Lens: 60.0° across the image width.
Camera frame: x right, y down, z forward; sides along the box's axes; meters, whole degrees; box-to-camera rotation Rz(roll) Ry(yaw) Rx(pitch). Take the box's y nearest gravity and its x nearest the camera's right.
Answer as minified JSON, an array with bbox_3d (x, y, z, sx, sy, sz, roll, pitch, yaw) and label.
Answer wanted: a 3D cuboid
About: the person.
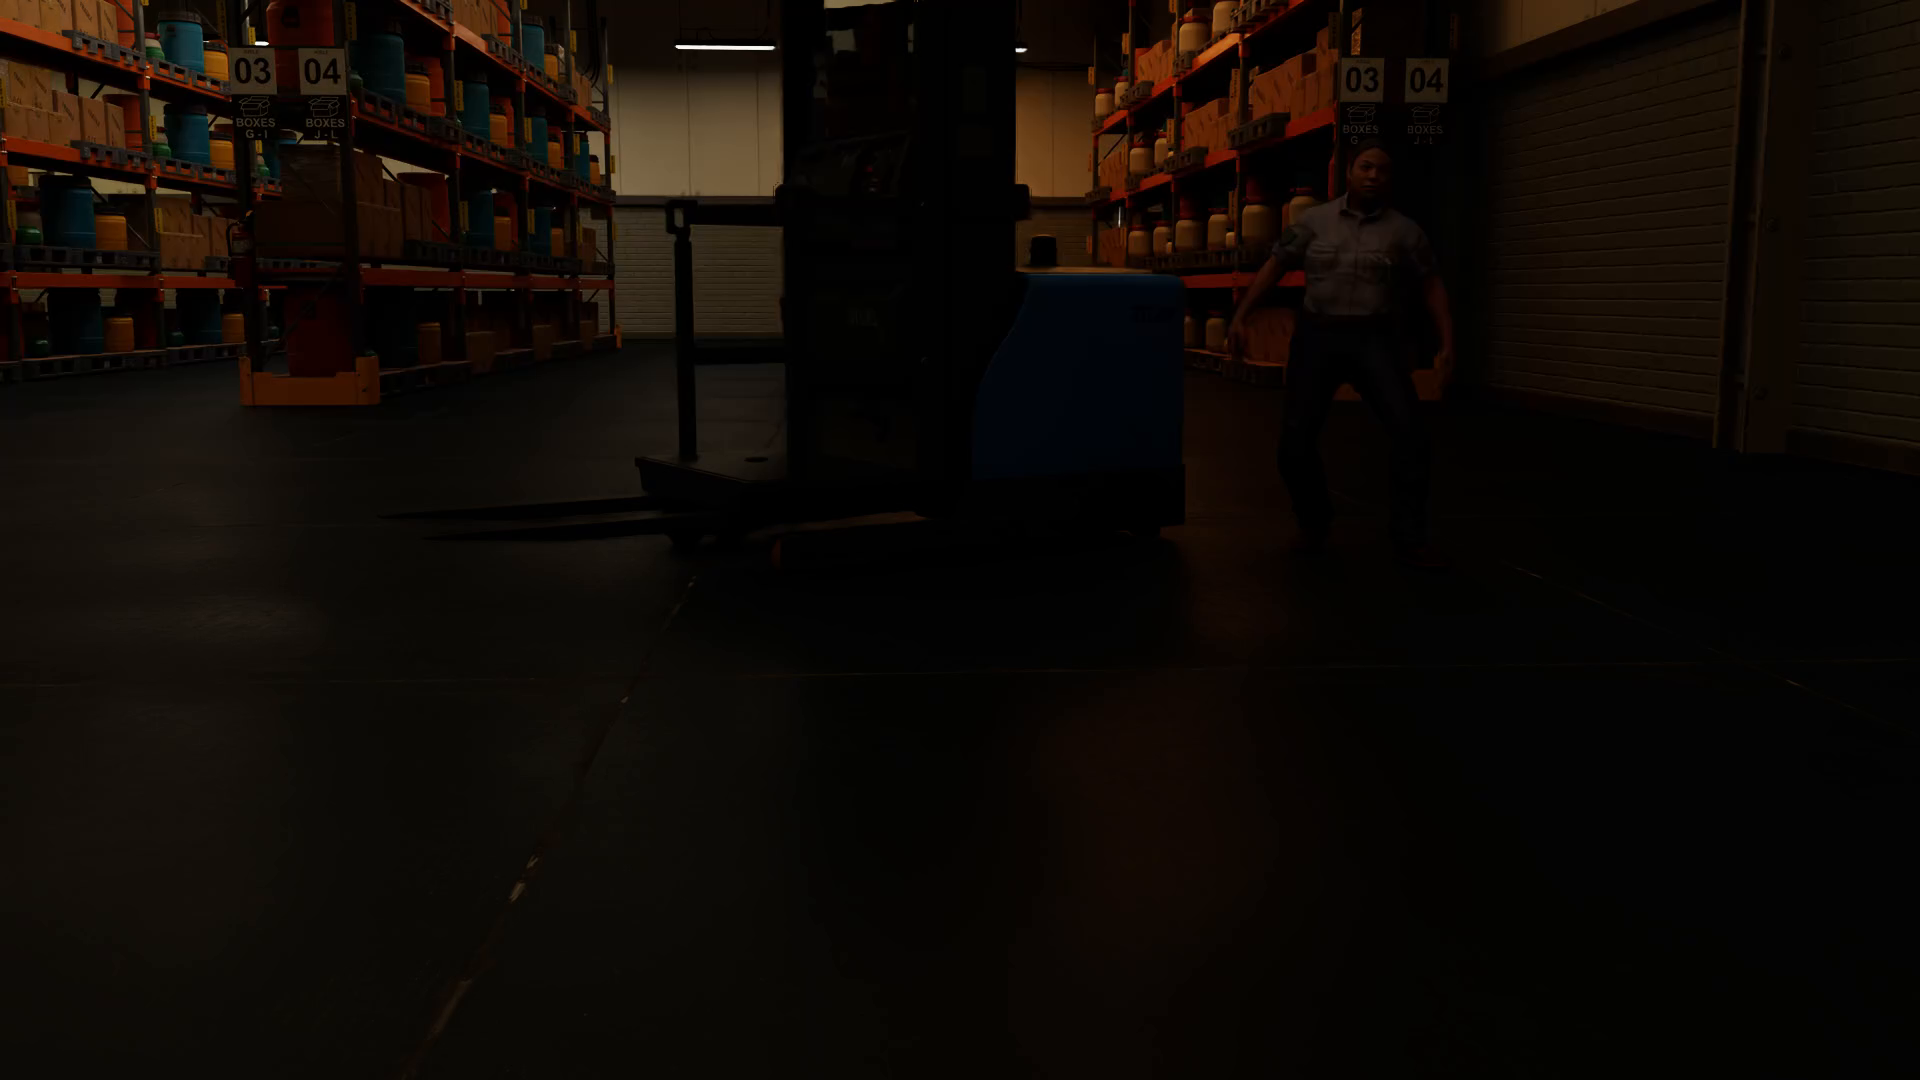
[{"bbox_3d":[1.441,-0.713,6.274,0.883,1.571,0.598,3,9,18],"label":"person"}]

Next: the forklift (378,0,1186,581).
[{"bbox_3d":[-0.605,-1.395,6.226,3.031,2.935,1.130,-5,10,-31],"label":"forklift"}]
